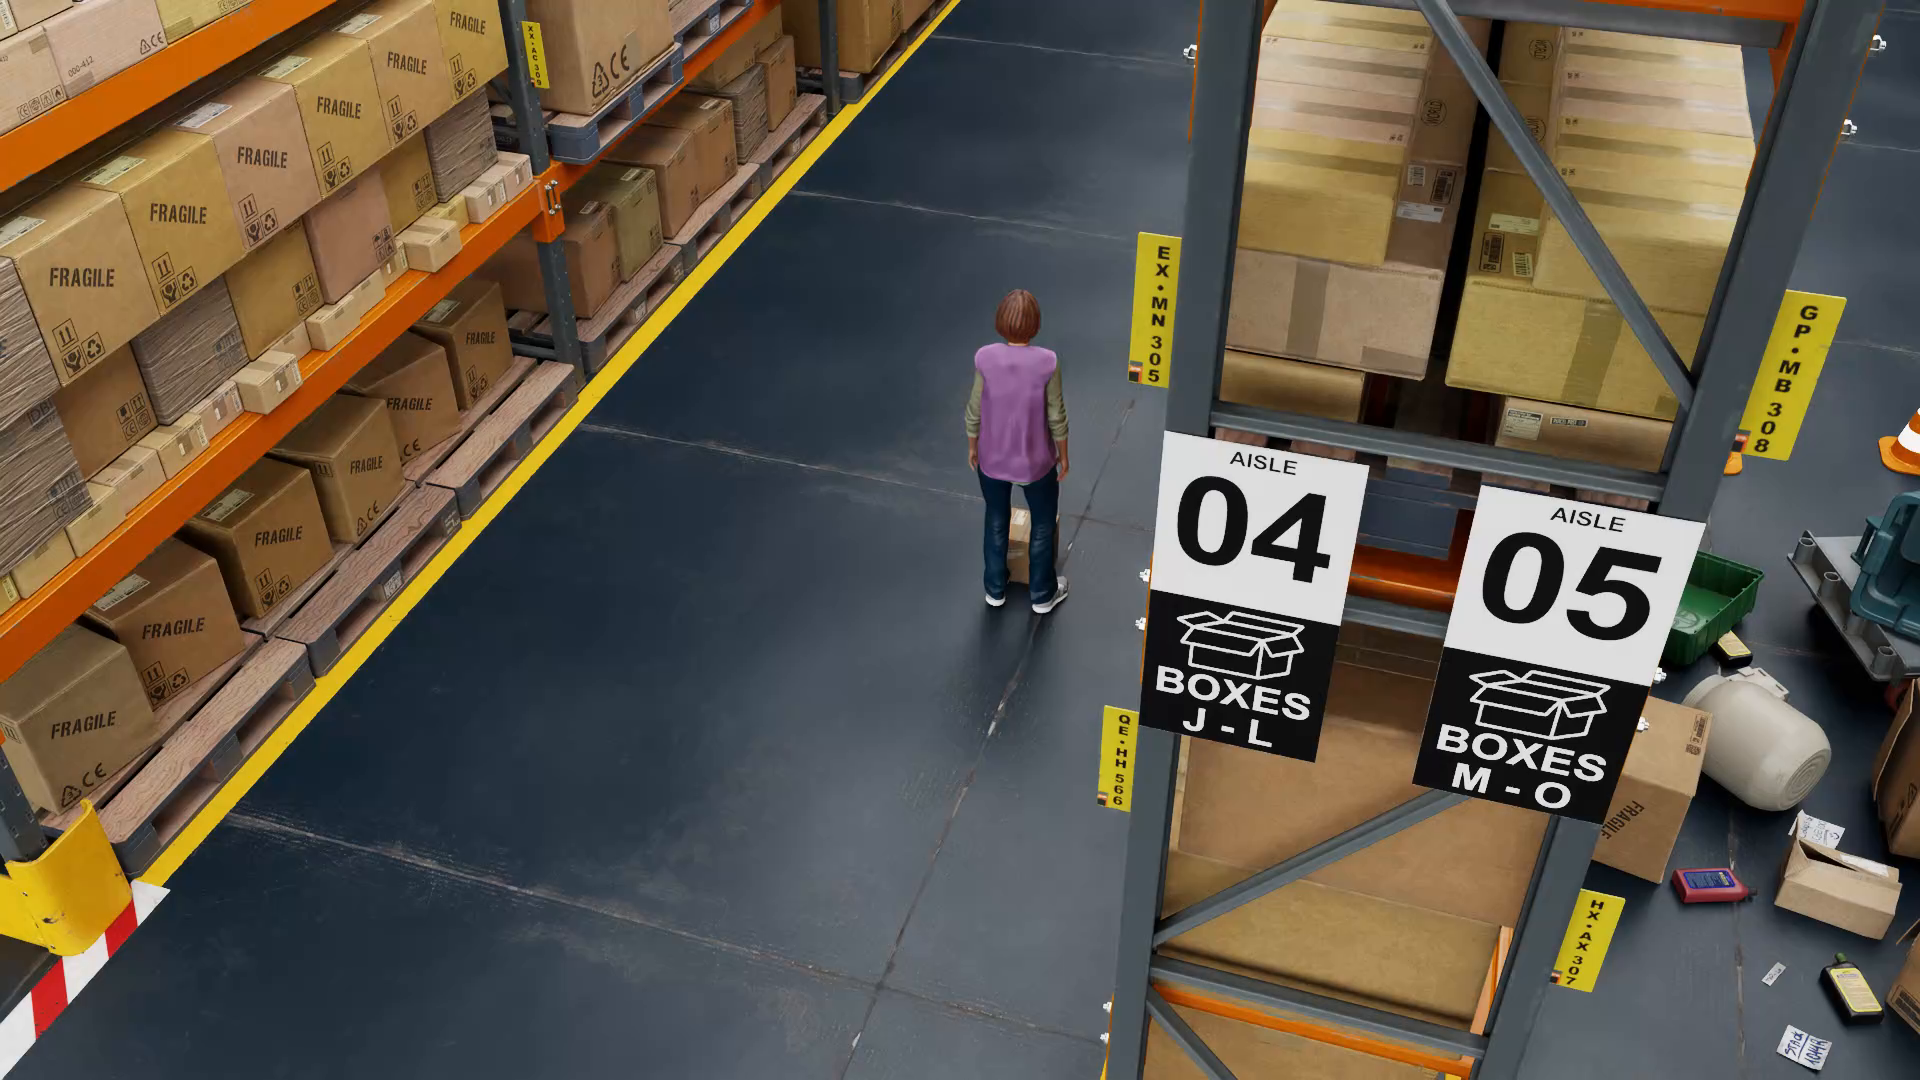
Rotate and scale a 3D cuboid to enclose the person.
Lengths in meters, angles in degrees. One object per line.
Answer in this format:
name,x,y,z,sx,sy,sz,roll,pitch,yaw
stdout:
person,0.259,-0.359,7.365,0.479,1.592,0.346,9,38,11
